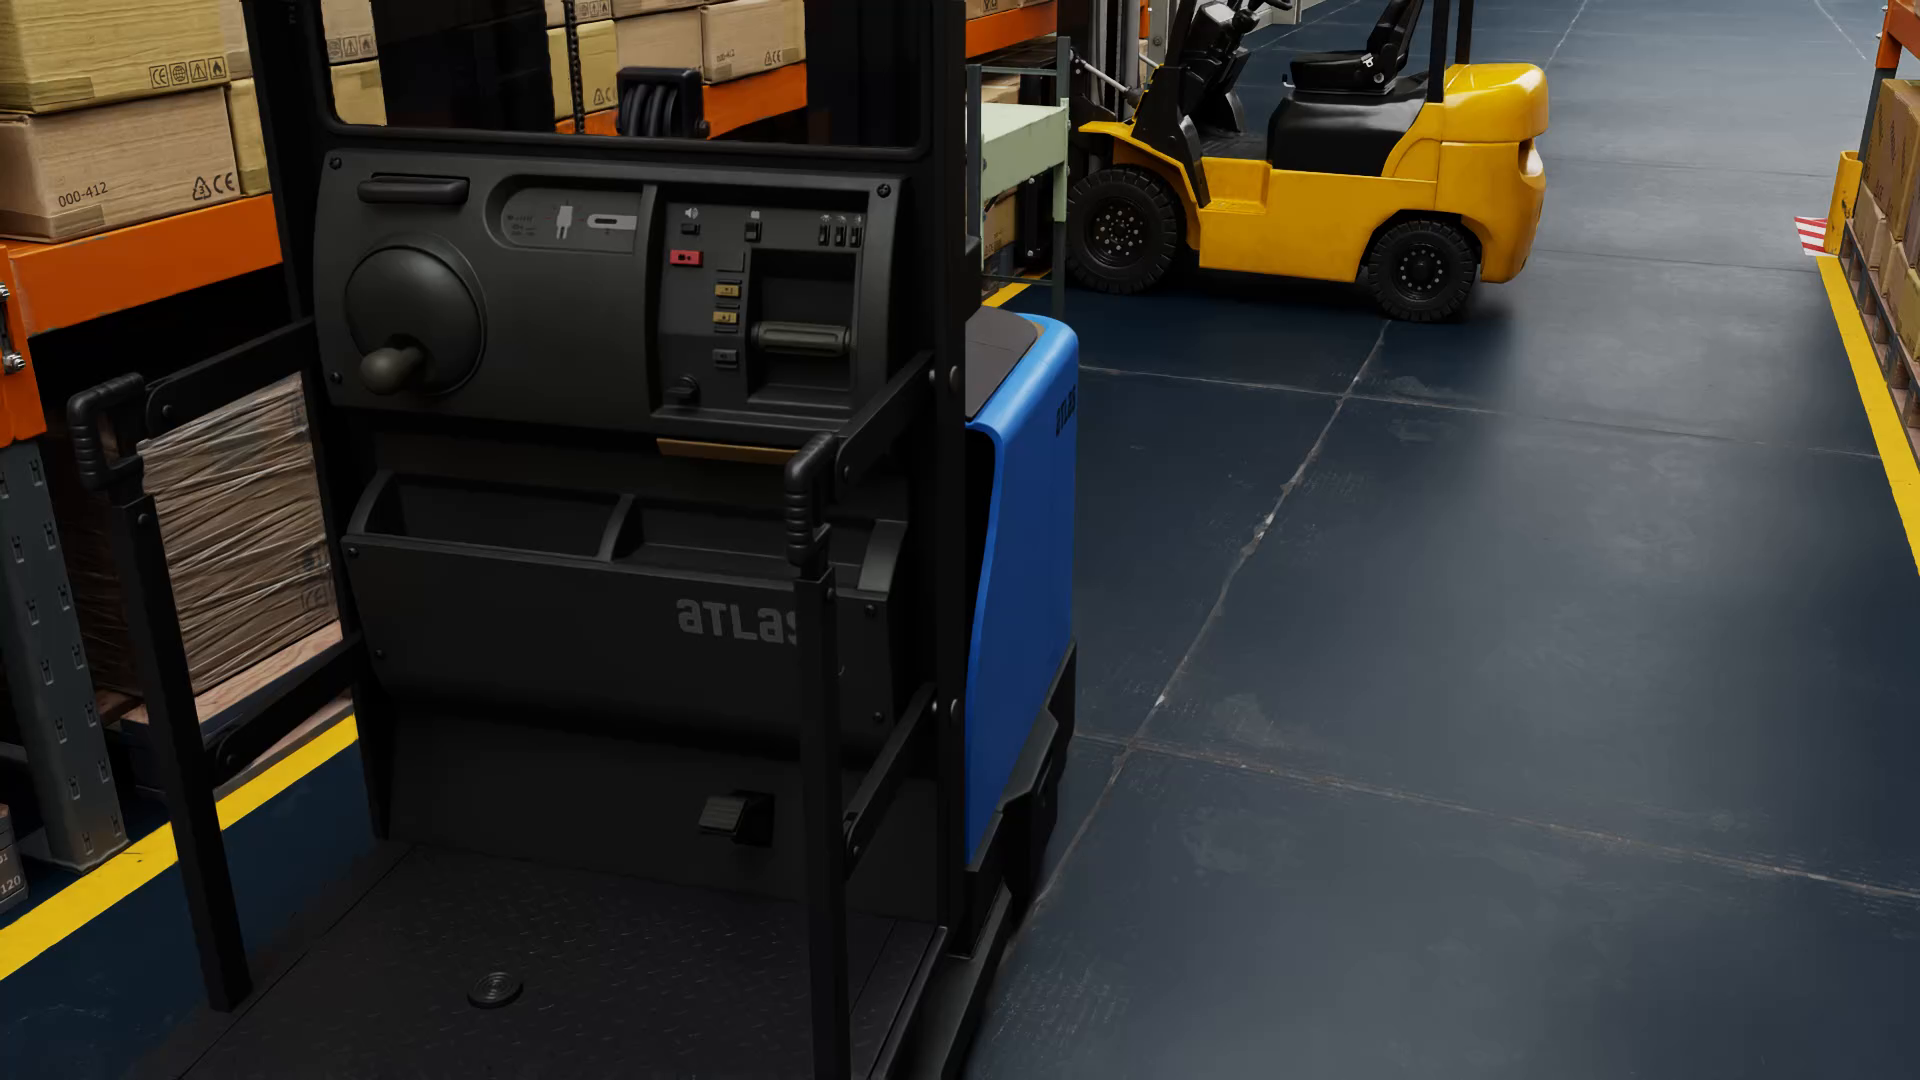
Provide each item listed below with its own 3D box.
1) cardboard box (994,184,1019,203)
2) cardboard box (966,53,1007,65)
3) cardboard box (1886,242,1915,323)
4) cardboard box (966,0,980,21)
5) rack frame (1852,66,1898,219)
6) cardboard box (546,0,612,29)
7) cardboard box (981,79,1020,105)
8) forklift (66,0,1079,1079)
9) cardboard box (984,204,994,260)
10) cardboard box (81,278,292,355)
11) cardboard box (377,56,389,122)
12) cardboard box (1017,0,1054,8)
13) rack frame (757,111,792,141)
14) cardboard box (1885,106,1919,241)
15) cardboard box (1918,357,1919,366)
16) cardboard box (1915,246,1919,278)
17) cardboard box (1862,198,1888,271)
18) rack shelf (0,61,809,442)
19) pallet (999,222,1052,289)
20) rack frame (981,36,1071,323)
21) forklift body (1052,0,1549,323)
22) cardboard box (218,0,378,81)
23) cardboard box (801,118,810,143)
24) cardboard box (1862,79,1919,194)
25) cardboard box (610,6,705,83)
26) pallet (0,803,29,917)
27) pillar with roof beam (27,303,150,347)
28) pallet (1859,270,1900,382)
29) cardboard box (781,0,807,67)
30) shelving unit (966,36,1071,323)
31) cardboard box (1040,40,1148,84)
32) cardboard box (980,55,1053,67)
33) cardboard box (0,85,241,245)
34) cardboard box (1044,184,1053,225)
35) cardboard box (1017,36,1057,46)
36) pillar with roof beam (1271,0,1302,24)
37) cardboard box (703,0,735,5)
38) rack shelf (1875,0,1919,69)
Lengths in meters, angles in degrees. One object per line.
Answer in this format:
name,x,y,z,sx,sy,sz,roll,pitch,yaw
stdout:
cardboard box,0.031,-1.837,8.131,0.500,0.250,0.500,9,24,20
cardboard box,-0.065,-2.510,9.093,0.500,0.250,0.500,9,24,20
cardboard box,4.143,-1.033,6.854,0.500,0.250,0.500,9,24,21
cardboard box,-0.233,-2.550,7.334,0.500,0.500,0.500,9,24,21
rack frame,5.277,-2.916,8.340,1.000,3.000,0.127,9,24,20
cardboard box,-1.348,-1.598,4.730,0.500,0.250,0.500,9,24,21
cardboard box,0.026,-2.070,8.039,0.500,0.250,0.500,10,25,22
forklift,-0.592,-0.352,2.290,1.130,2.935,3.031,6,23,13
cardboard box,-0.157,-1.429,7.801,0.500,0.250,0.500,8,24,19
cardboard box,-1.824,-0.317,4.653,0.875,0.625,0.625,10,25,22
cardboard box,-1.536,-1.182,4.382,0.500,0.250,0.500,8,24,18
cardboard box,0.161,-2.909,8.192,0.500,0.500,0.500,9,24,20
rack frame,-0.818,-2.194,6.611,1.000,3.000,0.127,9,24,20
cardboard box,4.329,-1.564,7.151,0.500,0.500,0.500,9,24,21
cardboard box,3.762,-0.660,5.961,0.500,0.250,0.500,10,25,22
cardboard box,3.949,-1.188,6.253,0.500,0.500,0.500,9,24,21
cardboard box,4.524,-1.411,7.758,0.500,0.250,0.500,10,25,22
rack shelf,-1.561,-1.146,5.036,1.077,0.370,4.000,9,24,20
pallet,-0.032,-1.624,8.864,1.003,0.211,1.213,9,24,20
rack frame,0.138,-0.825,5.280,0.400,1.500,0.023,9,24,20
forklift body,1.657,-2.294,7.952,2.313,2.155,1.214,9,24,20
cardboard box,-1.725,-1.227,3.842,0.500,0.250,0.500,10,25,22
cardboard box,-0.347,-1.709,7.174,0.500,0.250,0.500,8,24,19
cardboard box,4.713,-1.930,8.027,0.500,0.500,0.500,8,24,18
cardboard box,-1.157,-1.553,5.271,0.500,0.250,0.500,9,24,20
pallet,-2.617,0.786,3.095,1.003,0.211,1.213,9,24,20
pillar with roof beam,1.340,-3.510,1.978,9.100,9.000,0.400,9,24,20
pallet,4.460,-0.882,7.087,1.003,0.211,1.213,9,24,20
cardboard box,-0.763,-1.907,6.119,0.500,0.250,0.500,9,24,21
shelving unit,0.002,-0.694,4.967,0.431,1.500,0.755,9,24,20
cardboard box,0.786,-2.802,9.793,0.500,0.250,0.500,10,25,22
cardboard box,0.424,-2.437,8.918,0.500,0.250,0.500,9,24,21
cardboard box,-1.912,-0.817,3.509,0.500,0.250,0.500,9,24,20
cardboard box,0.226,-1.794,8.675,0.500,0.250,0.500,10,25,22
cardboard box,0.313,-2.867,9.947,0.500,0.250,0.500,8,24,19
pillar with roof beam,8.026,-9.952,17.399,9.100,9.000,0.400,9,24,20
cardboard box,-0.948,-1.958,5.592,0.500,0.250,0.500,8,24,19
rack shelf,4.534,-1.869,6.765,1.077,0.370,4.000,9,24,20
